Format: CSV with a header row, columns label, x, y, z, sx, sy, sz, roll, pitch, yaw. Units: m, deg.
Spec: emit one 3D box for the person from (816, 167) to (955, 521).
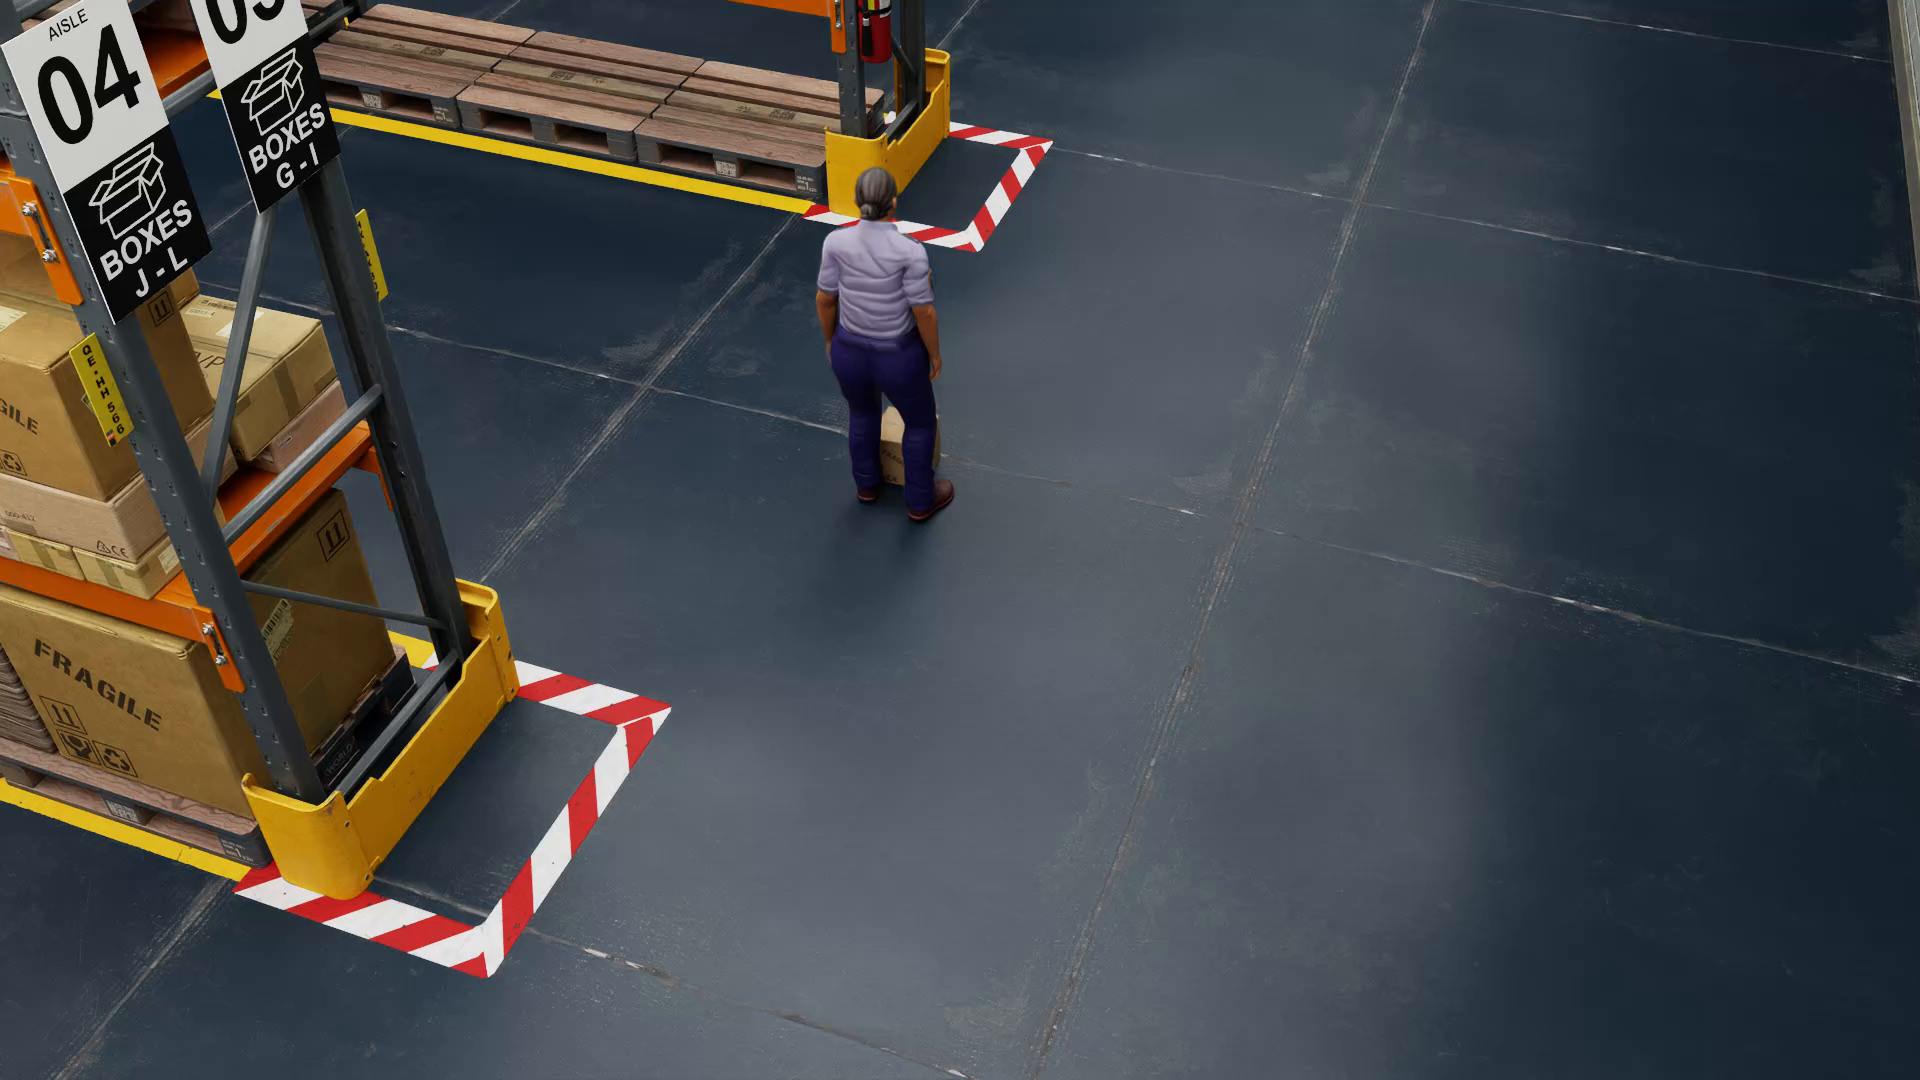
label,x,y,z,sx,sy,sz,roll,pitch,yaw
person,-0.314,-0.808,7.082,0.551,1.636,0.425,12,43,13
